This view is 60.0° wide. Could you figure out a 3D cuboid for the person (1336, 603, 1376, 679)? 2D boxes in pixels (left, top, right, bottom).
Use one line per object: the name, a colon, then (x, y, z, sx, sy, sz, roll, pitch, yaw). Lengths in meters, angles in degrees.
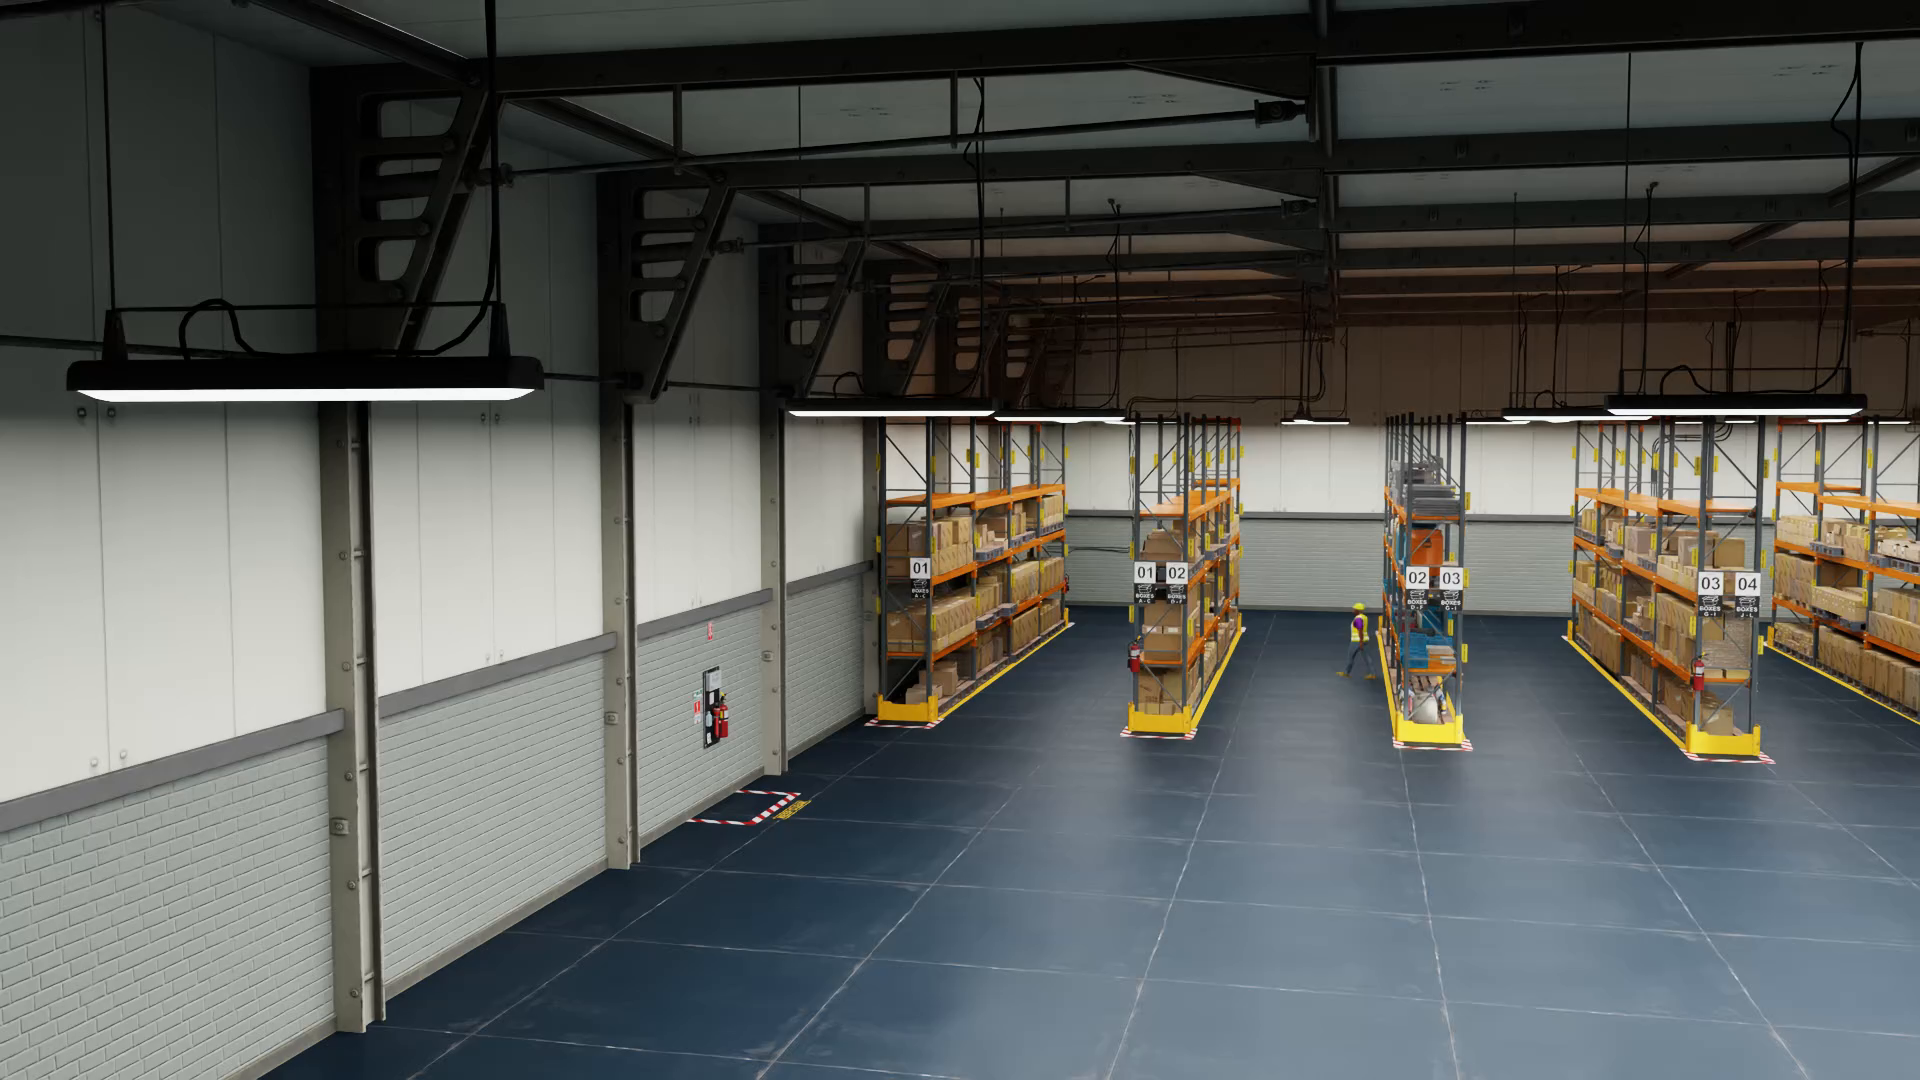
person: (9.094, 2.283, 37.825, 0.526, 1.703, 1.051, -2, 5, -32)
